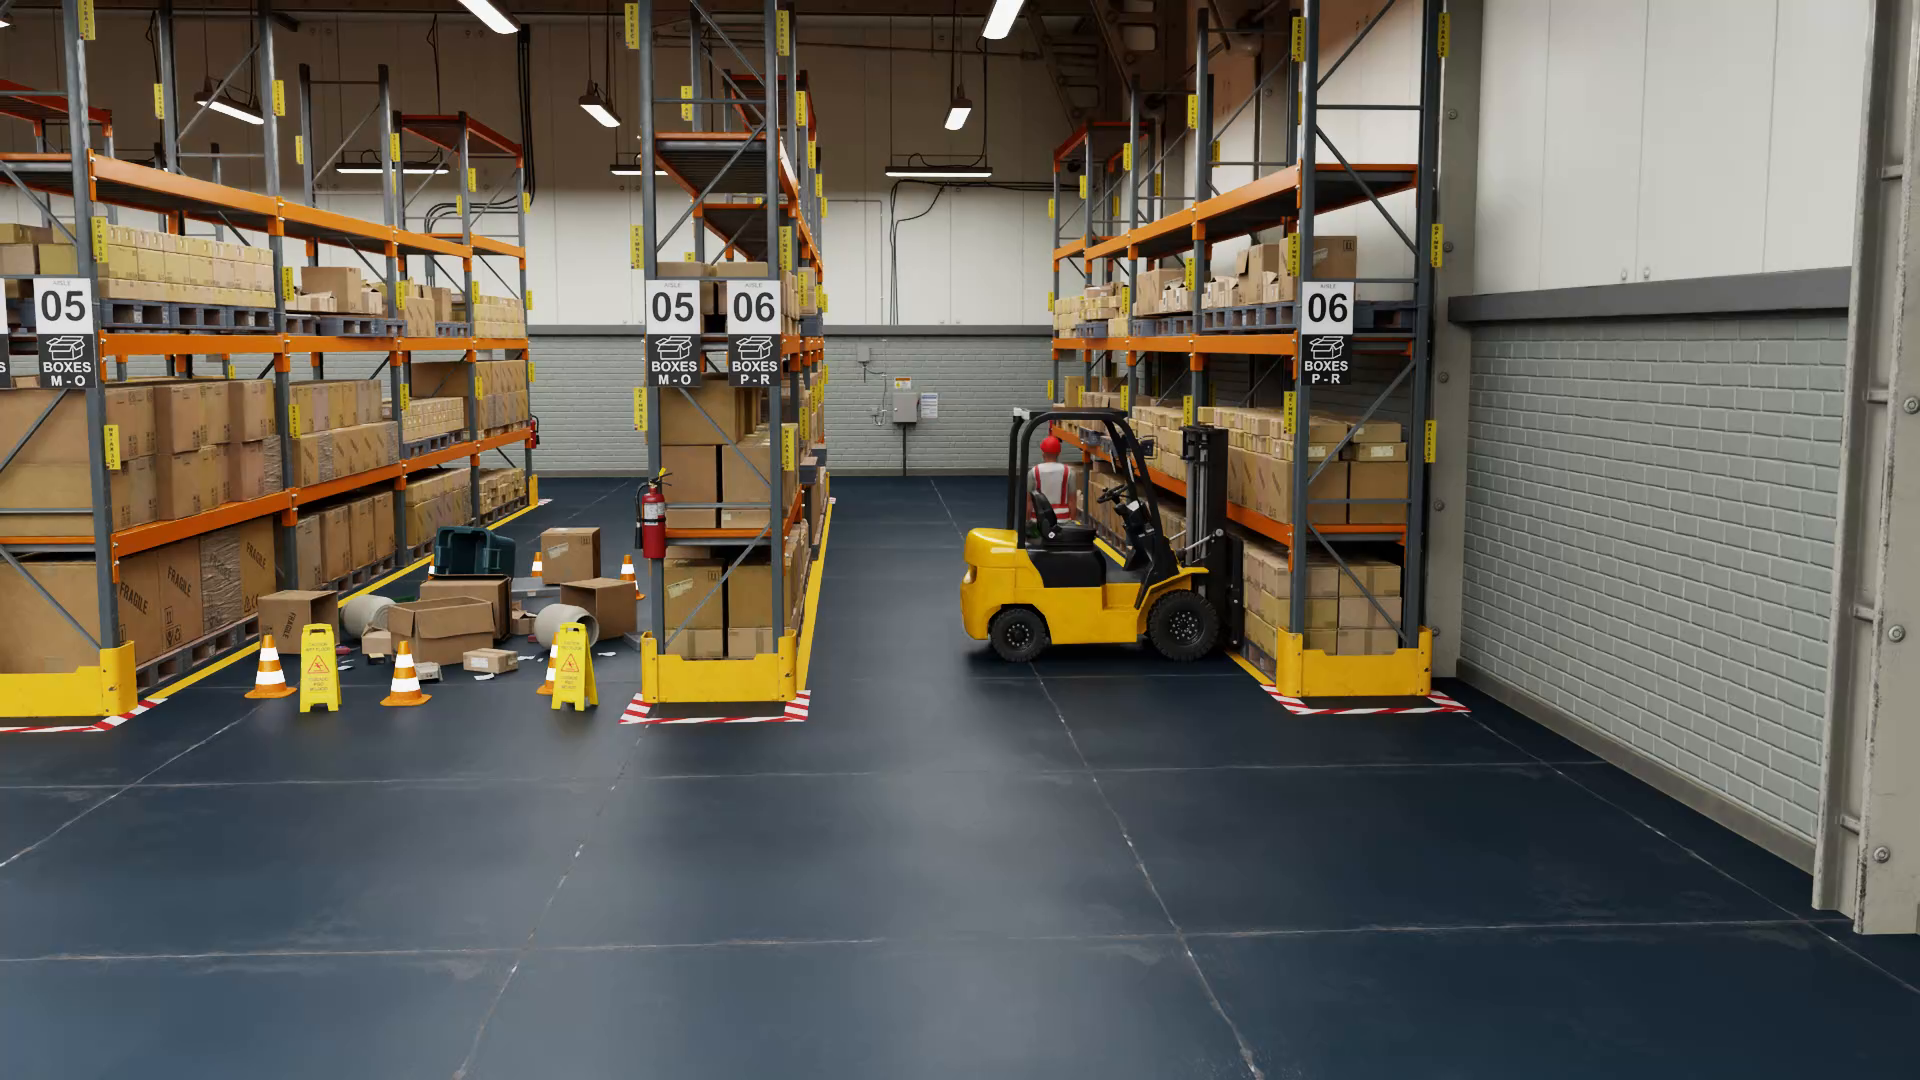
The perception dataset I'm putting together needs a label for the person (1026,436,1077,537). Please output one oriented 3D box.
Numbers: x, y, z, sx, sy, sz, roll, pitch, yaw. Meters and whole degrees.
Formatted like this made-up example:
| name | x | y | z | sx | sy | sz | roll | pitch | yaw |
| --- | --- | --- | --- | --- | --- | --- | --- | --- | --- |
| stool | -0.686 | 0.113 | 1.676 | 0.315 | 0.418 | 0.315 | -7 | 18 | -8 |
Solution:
| name | x | y | z | sx | sy | sz | roll | pitch | yaw |
| --- | --- | --- | --- | --- | --- | --- | --- | --- | --- |
| person | 0.913 | -0.158 | 16.825 | 0.557 | 1.793 | 0.359 | 0 | 7 | -4 |
